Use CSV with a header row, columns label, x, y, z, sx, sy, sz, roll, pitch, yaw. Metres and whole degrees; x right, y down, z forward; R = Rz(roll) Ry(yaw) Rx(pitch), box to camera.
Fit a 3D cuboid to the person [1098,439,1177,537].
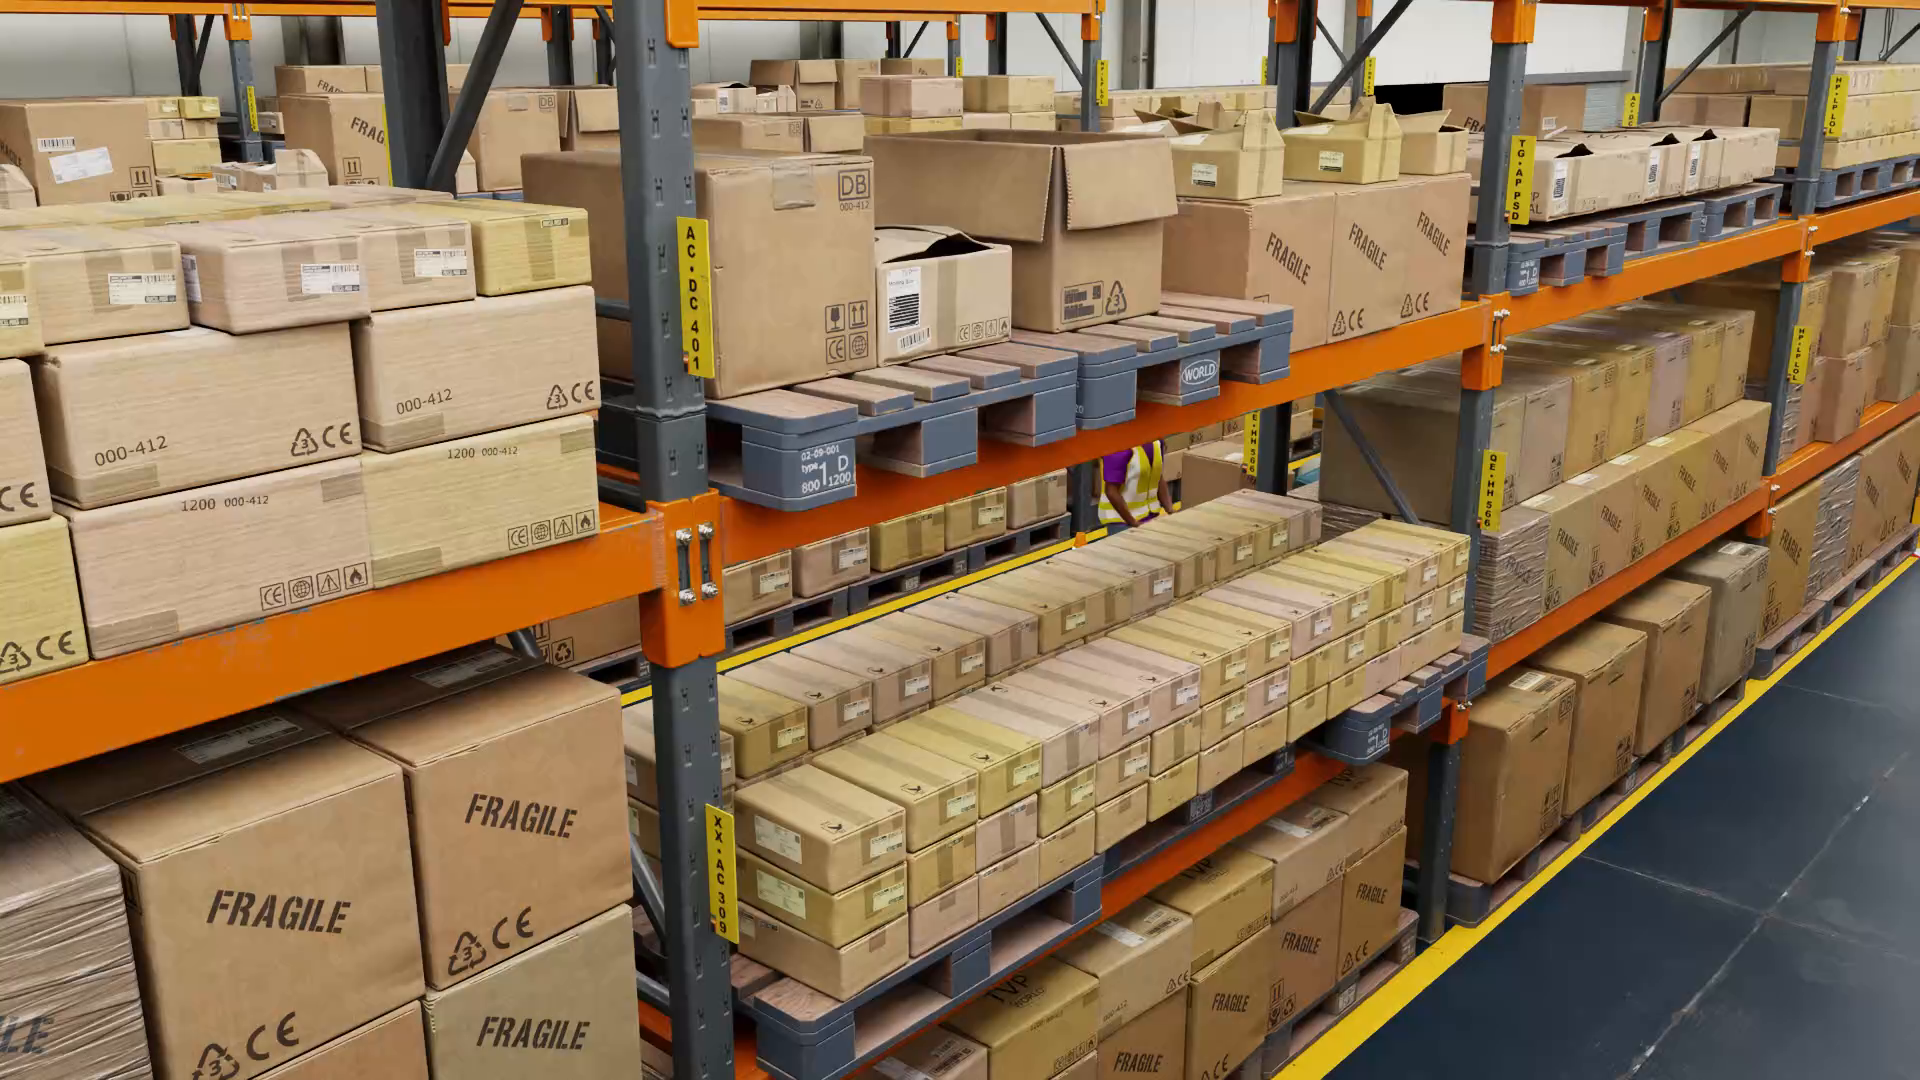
label,x,y,z,sx,sy,sz,roll,pitch,yaw
person,1.110,-0.118,10.391,0.458,1.767,0.575,14,22,38
